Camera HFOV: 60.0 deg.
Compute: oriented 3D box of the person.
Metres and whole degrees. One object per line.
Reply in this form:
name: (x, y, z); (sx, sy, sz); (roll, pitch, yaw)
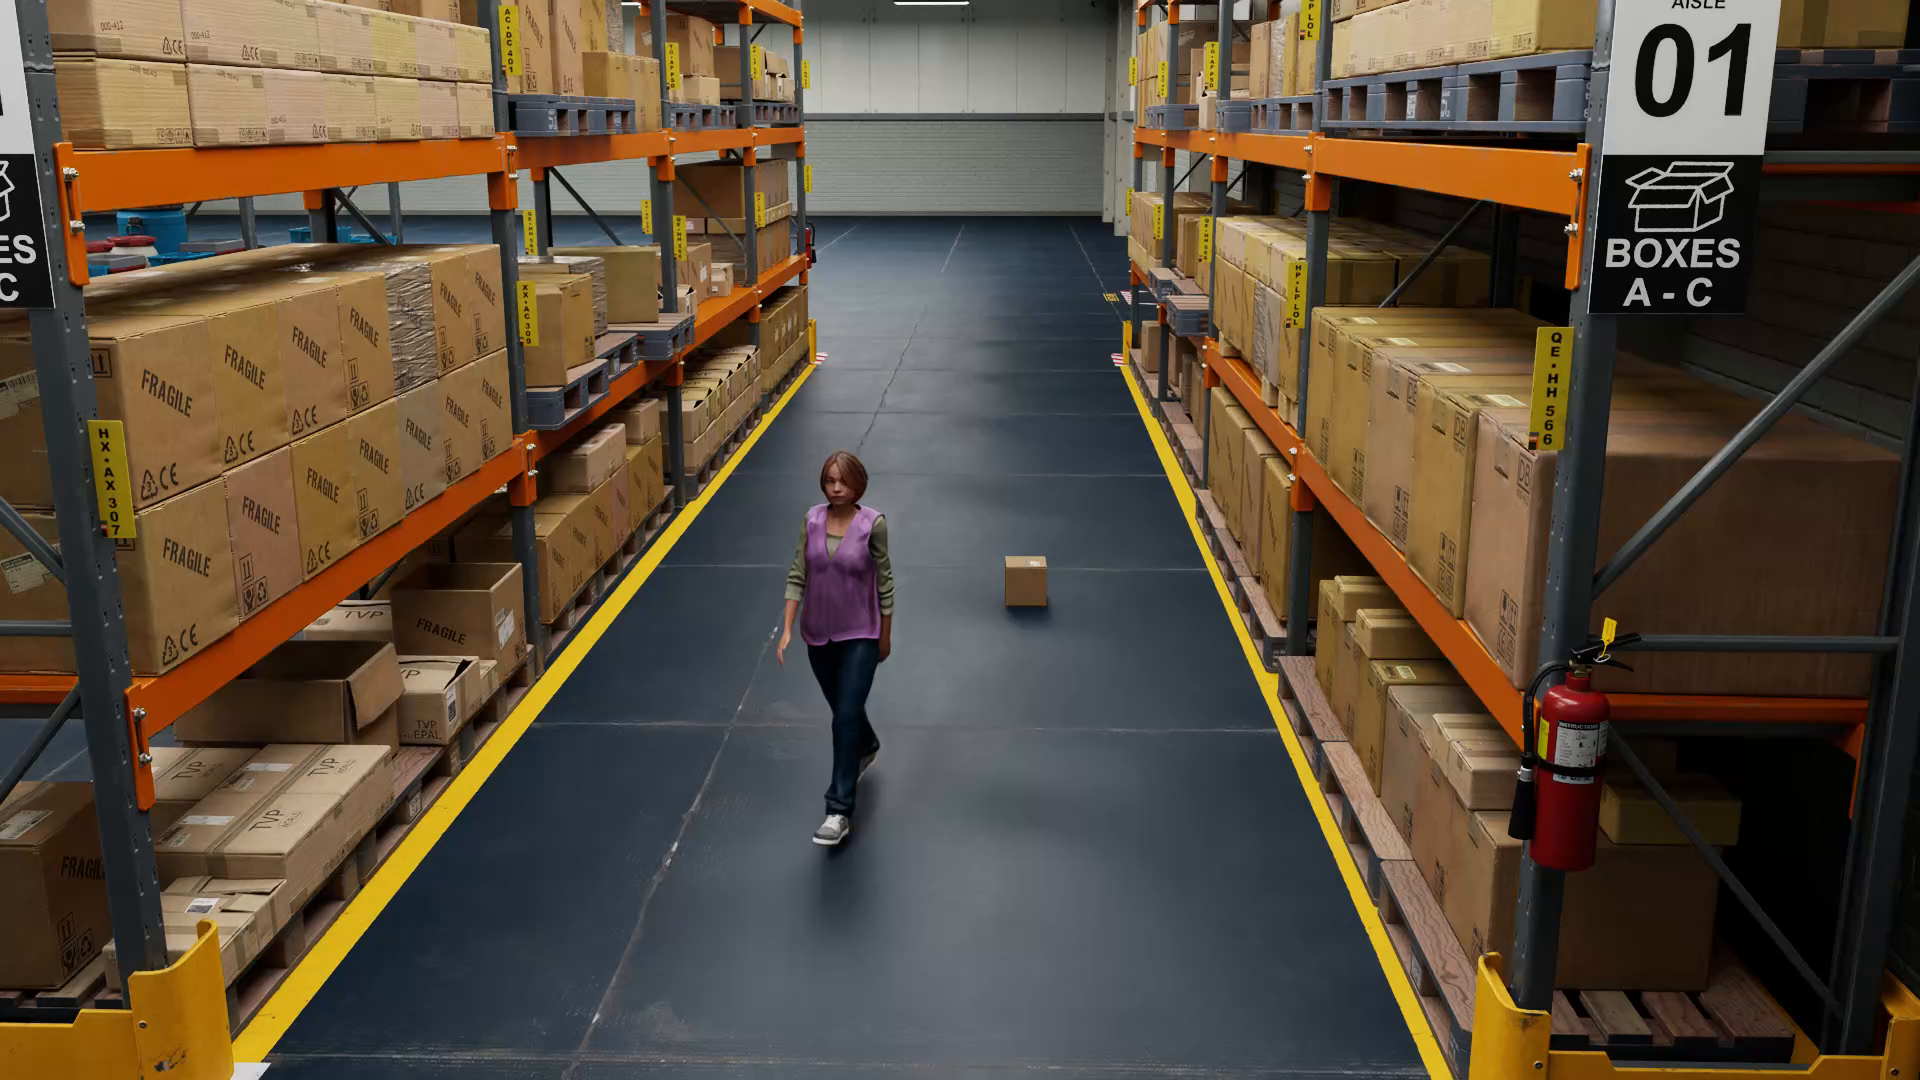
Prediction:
person: (-0.515, 0.397, 6.925); (0.427, 1.541, 0.925); (5, 15, 17)
